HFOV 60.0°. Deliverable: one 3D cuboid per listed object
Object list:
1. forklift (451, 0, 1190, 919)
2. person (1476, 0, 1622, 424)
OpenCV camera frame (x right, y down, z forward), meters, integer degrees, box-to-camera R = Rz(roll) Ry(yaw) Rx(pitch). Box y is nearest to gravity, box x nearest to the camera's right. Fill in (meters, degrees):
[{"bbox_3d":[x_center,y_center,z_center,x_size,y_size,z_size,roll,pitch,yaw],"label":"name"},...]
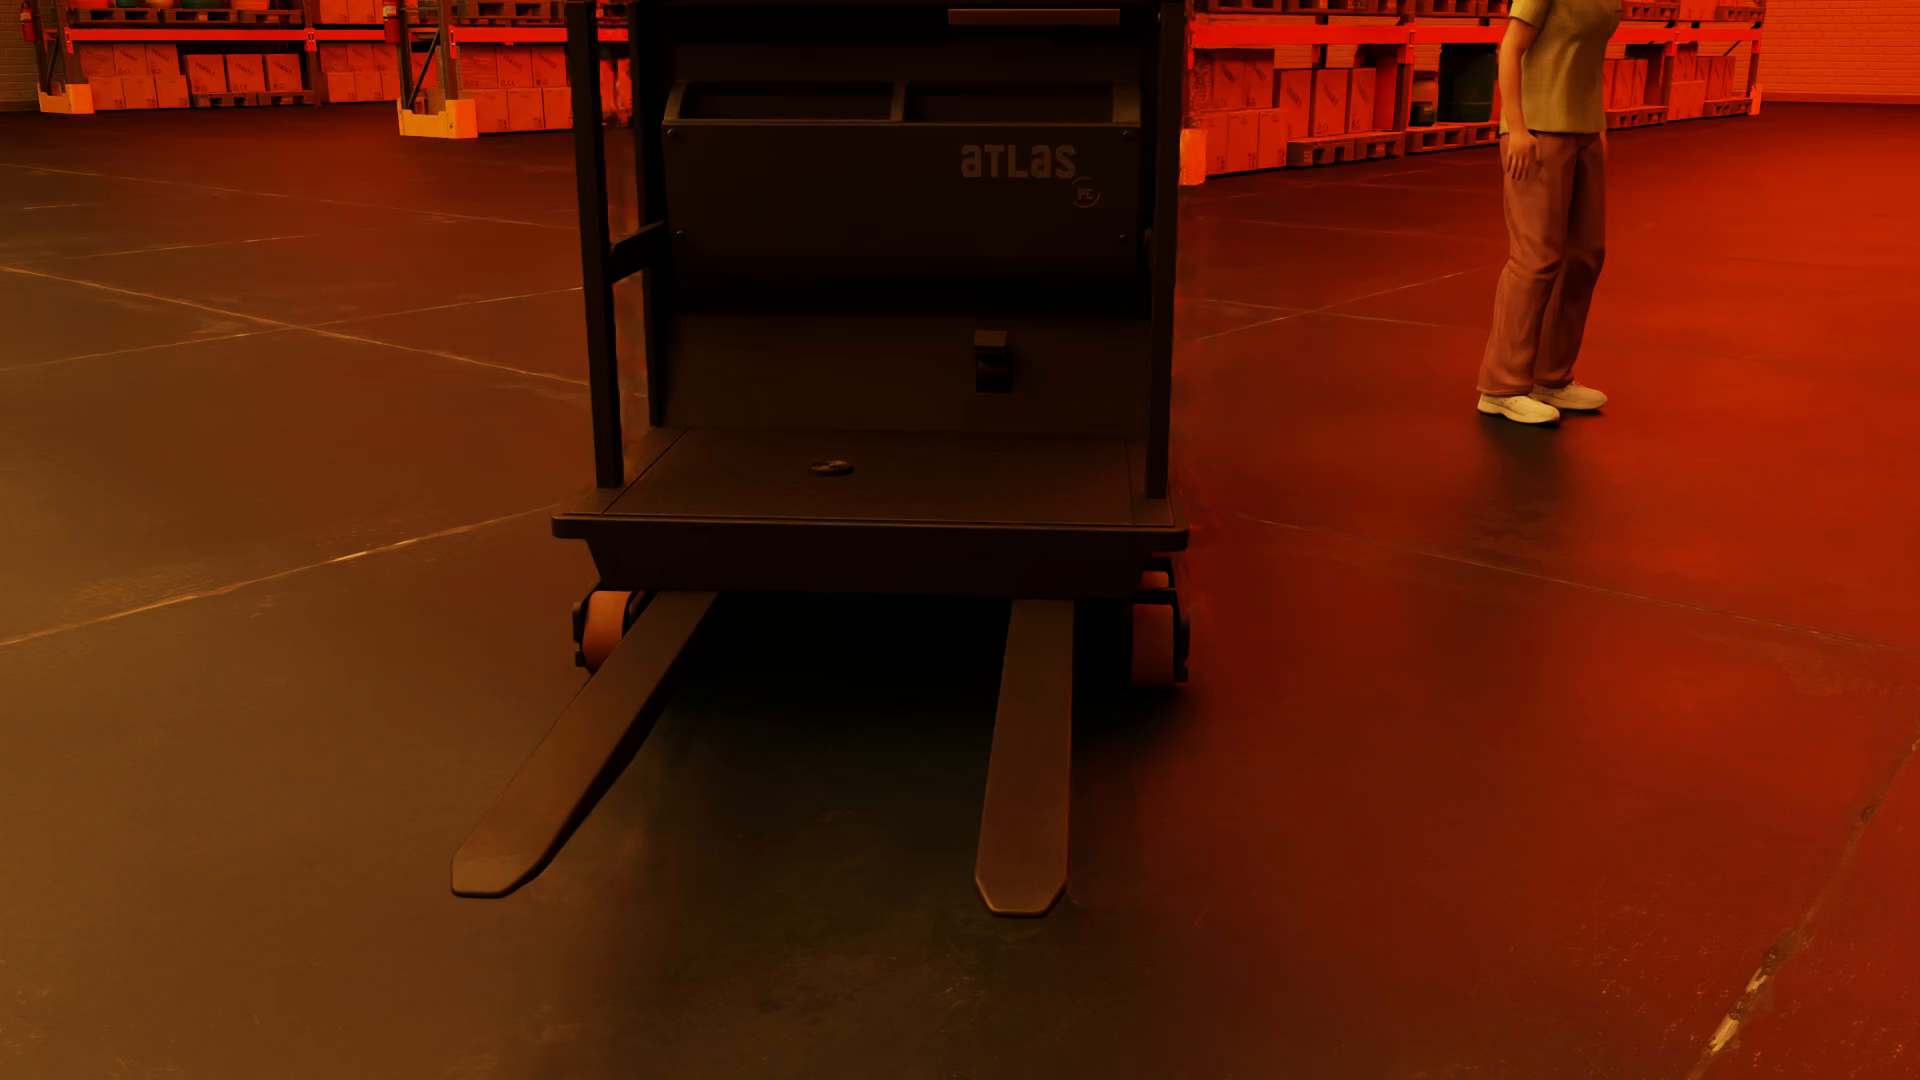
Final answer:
[{"bbox_3d":[-0.126,-1.224,2.930,1.130,2.935,3.031,1,17,4],"label":"forklift"},{"bbox_3d":[1.845,-1.216,5.073,0.517,1.671,0.370,-14,22,-39],"label":"person"}]
